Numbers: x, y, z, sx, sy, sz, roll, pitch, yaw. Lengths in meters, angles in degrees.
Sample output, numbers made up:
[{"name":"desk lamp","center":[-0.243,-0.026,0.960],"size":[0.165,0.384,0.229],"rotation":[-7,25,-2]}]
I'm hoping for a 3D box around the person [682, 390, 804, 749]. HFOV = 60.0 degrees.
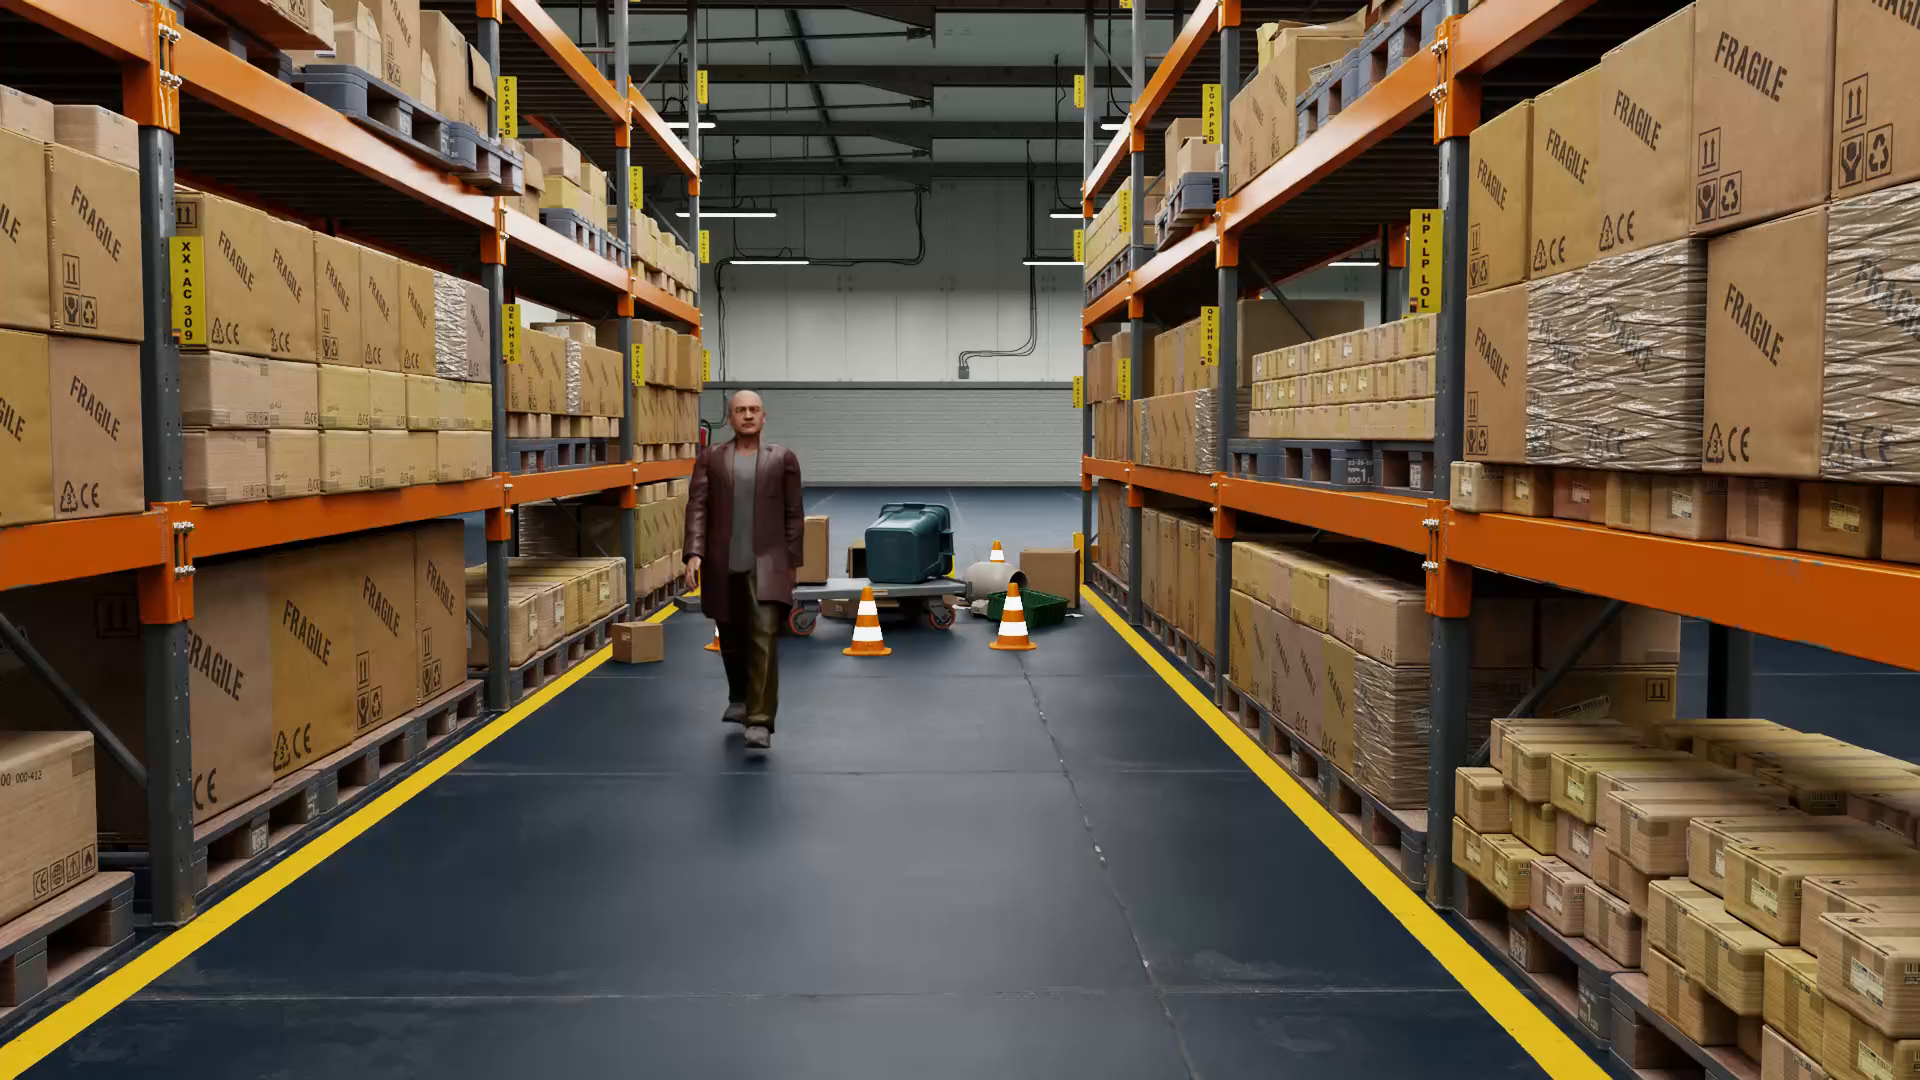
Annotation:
[{"name":"person","center":[-1.073,0.124,8.207],"size":[0.574,1.727,1.101],"rotation":[0,4,1]}]
